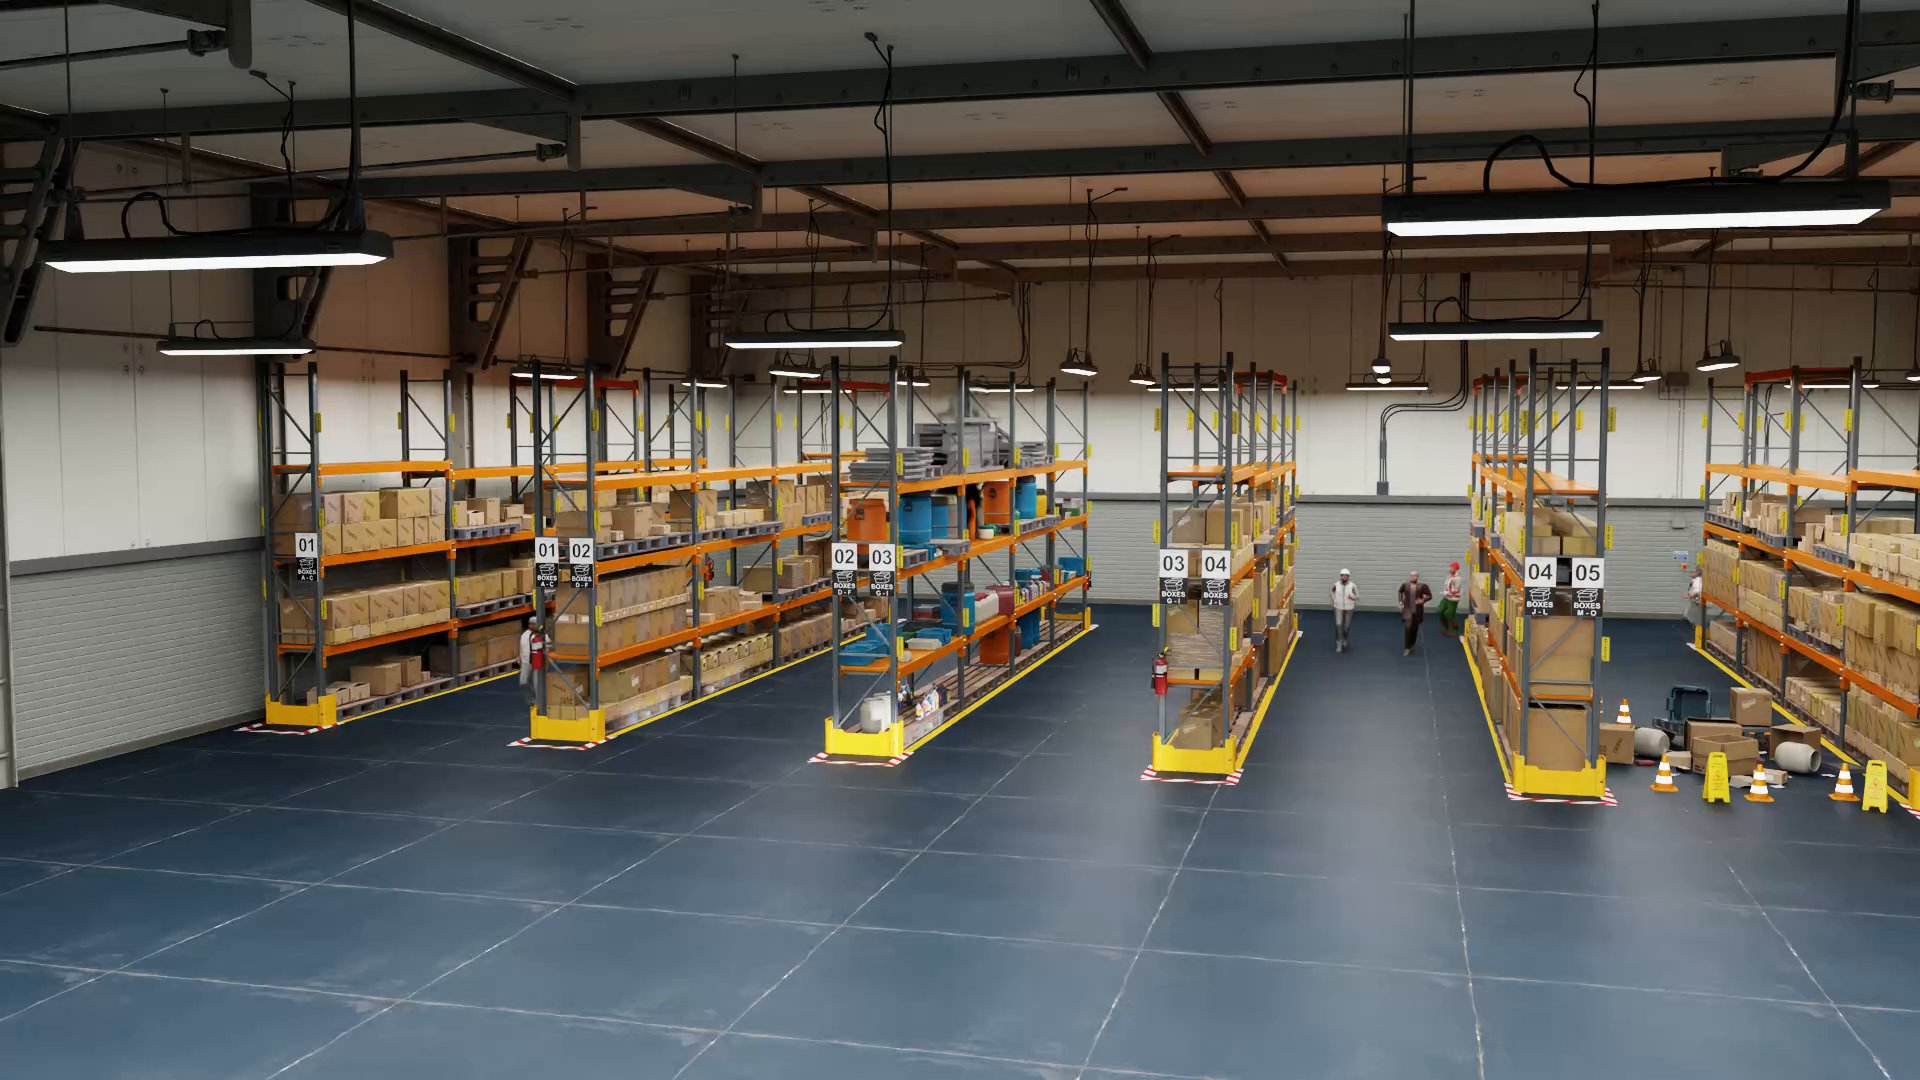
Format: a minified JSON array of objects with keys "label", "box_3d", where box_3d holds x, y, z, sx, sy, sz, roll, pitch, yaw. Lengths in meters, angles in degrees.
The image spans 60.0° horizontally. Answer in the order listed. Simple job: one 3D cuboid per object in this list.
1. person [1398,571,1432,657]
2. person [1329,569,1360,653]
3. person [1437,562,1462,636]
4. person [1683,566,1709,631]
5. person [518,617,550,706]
[{"label":"person","box_3d":[9.841,1.575,35.984,0.720,1.831,0.926,1,4,18]},{"label":"person","box_3d":[8.460,1.540,36.616,0.647,1.828,0.839,1,4,12]},{"label":"person","box_3d":[11.484,1.390,38.894,0.631,1.759,0.666,-1,4,-18]},{"label":"person","box_3d":[16.934,1.449,38.209,0.607,1.737,0.711,2,4,26]},{"label":"person","box_3d":[-7.448,2.151,28.963,0.606,1.620,0.556,0,4,4]}]
